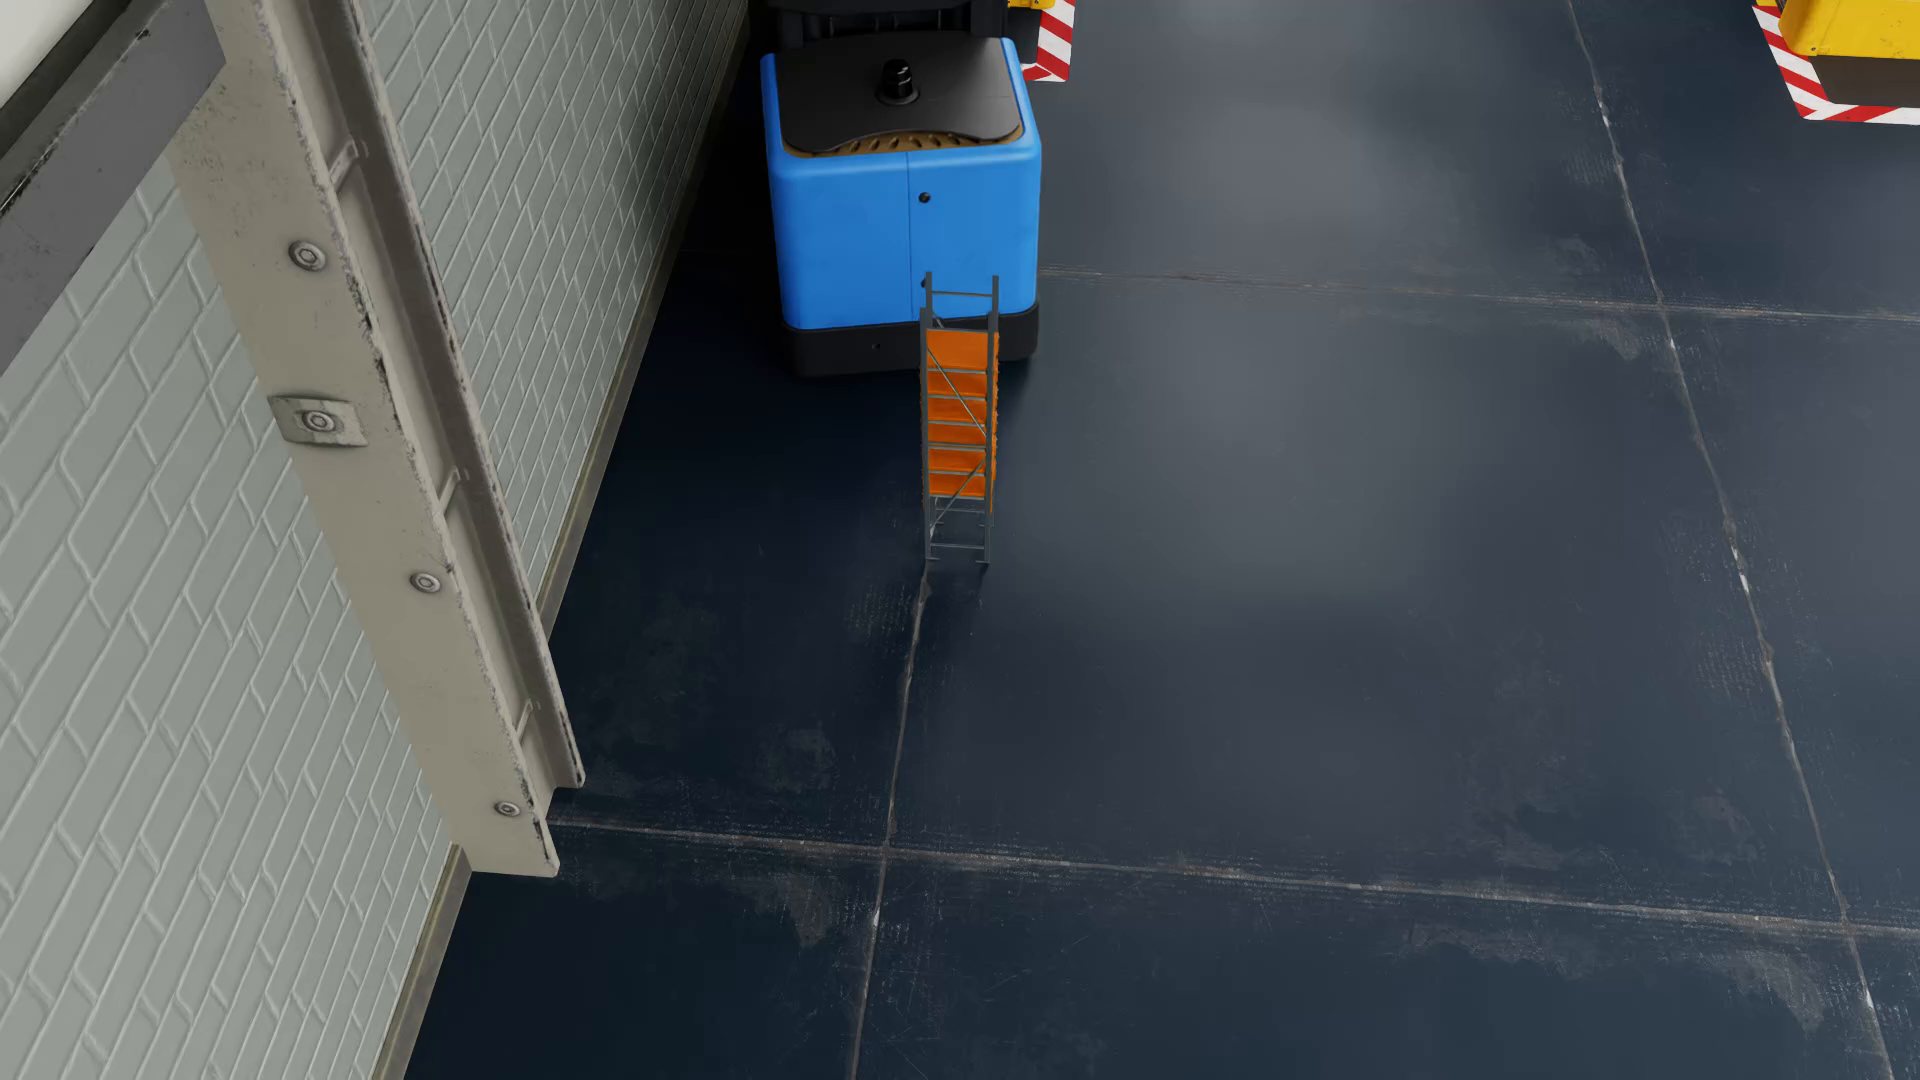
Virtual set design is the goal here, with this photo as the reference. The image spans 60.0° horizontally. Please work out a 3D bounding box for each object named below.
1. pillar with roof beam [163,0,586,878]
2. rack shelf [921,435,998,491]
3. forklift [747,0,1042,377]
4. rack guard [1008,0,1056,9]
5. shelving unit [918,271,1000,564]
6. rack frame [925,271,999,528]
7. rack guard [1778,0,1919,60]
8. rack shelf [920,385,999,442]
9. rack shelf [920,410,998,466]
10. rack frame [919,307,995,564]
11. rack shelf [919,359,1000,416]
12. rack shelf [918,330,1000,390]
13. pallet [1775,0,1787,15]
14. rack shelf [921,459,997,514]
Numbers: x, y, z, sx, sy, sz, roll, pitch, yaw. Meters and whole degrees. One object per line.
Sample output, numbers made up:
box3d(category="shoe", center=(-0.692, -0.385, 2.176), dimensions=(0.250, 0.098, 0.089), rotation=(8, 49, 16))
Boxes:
box3d(category="pillar with roof beam", center=(2.870, -1.834, 1.829), dimensions=(9.100, 9.000, 0.400), rotation=(4, 48, 4))
box3d(category="rack shelf", center=(-0.001, -0.283, 5.919), dimensions=(0.258, 0.103, 0.180), rotation=(4, 48, 4))
box3d(category="forklift", center=(-0.373, -2.749, 6.778), dimensions=(1.130, 2.935, 3.031), rotation=(-5, 48, -5))
box3d(category="rack guard", center=(-0.066, -3.148, 8.790), dimensions=(1.175, 0.500, 0.348), rotation=(4, 48, 4))
box3d(category="shelving unit", center=(-0.001, -0.394, 5.798), dimensions=(0.258, 1.200, 0.189), rotation=(4, 48, 4))
box3d(category="rack frame", center=(0.007, -0.462, 5.859), dimensions=(0.240, 1.200, 0.006), rotation=(4, 48, 4))
box3d(category="rack guard", center=(4.859, -2.744, 8.421), dimensions=(1.175, 0.500, 0.348), rotation=(4, 48, 4))
box3d(category="rack shelf", center=(-0.001, -0.445, 5.742), dimensions=(0.258, 0.103, 0.180), rotation=(4, 48, 4))
box3d(category="rack shelf", center=(-0.001, -0.364, 5.830), dimensions=(0.258, 0.103, 0.180), rotation=(4, 48, 4))
box3d(category="rack frame", center=(-0.010, -0.327, 5.736), dimensions=(0.240, 1.200, 0.006), rotation=(4, 48, 4))
box3d(category="rack shelf", center=(-0.001, -0.526, 5.653), dimensions=(0.258, 0.103, 0.180), rotation=(4, 48, 4))
box3d(category="rack shelf", center=(-0.001, -0.607, 5.565), dimensions=(0.258, 0.103, 0.180), rotation=(4, 48, 4))
box3d(category="pallet", center=(4.889, -3.229, 9.060), dimensions=(1.003, 0.211, 1.213), rotation=(4, 48, 4))
box3d(category="rack shelf", center=(-0.001, -0.202, 6.007), dimensions=(0.258, 0.103, 0.180), rotation=(4, 48, 4))
